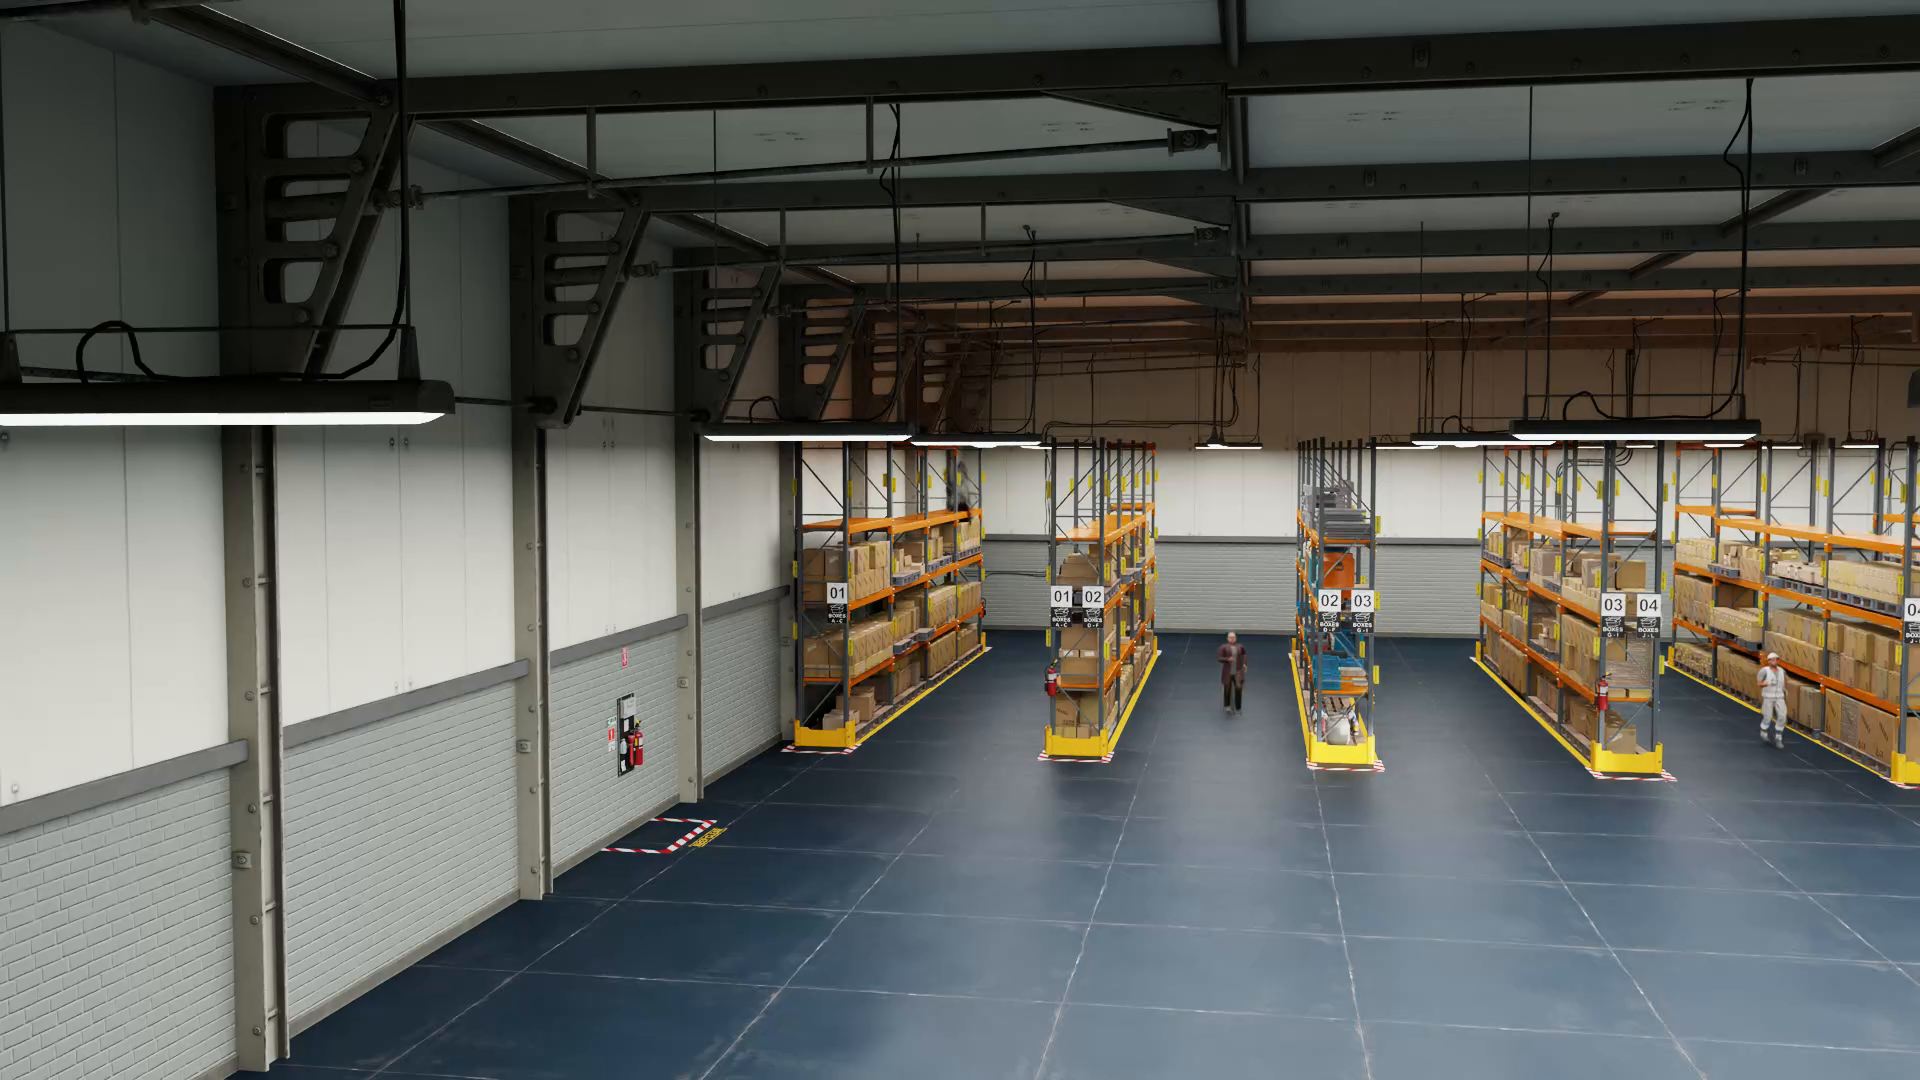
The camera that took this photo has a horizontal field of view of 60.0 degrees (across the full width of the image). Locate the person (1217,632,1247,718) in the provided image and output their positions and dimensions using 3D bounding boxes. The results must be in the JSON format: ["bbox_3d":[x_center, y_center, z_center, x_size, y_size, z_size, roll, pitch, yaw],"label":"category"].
[{"bbox_3d":[5.912,2.927,36.115,0.672,1.850,0.840,0,3,2],"label":"person"}]

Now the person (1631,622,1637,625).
[{"bbox_3d":[18.573,2.511,45.610,0.568,1.598,0.728,-2,4,-37],"label":"person"}]

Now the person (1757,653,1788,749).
[{"bbox_3d":[15.808,3.112,32.328,0.633,1.842,0.739,0,3,6],"label":"person"}]
